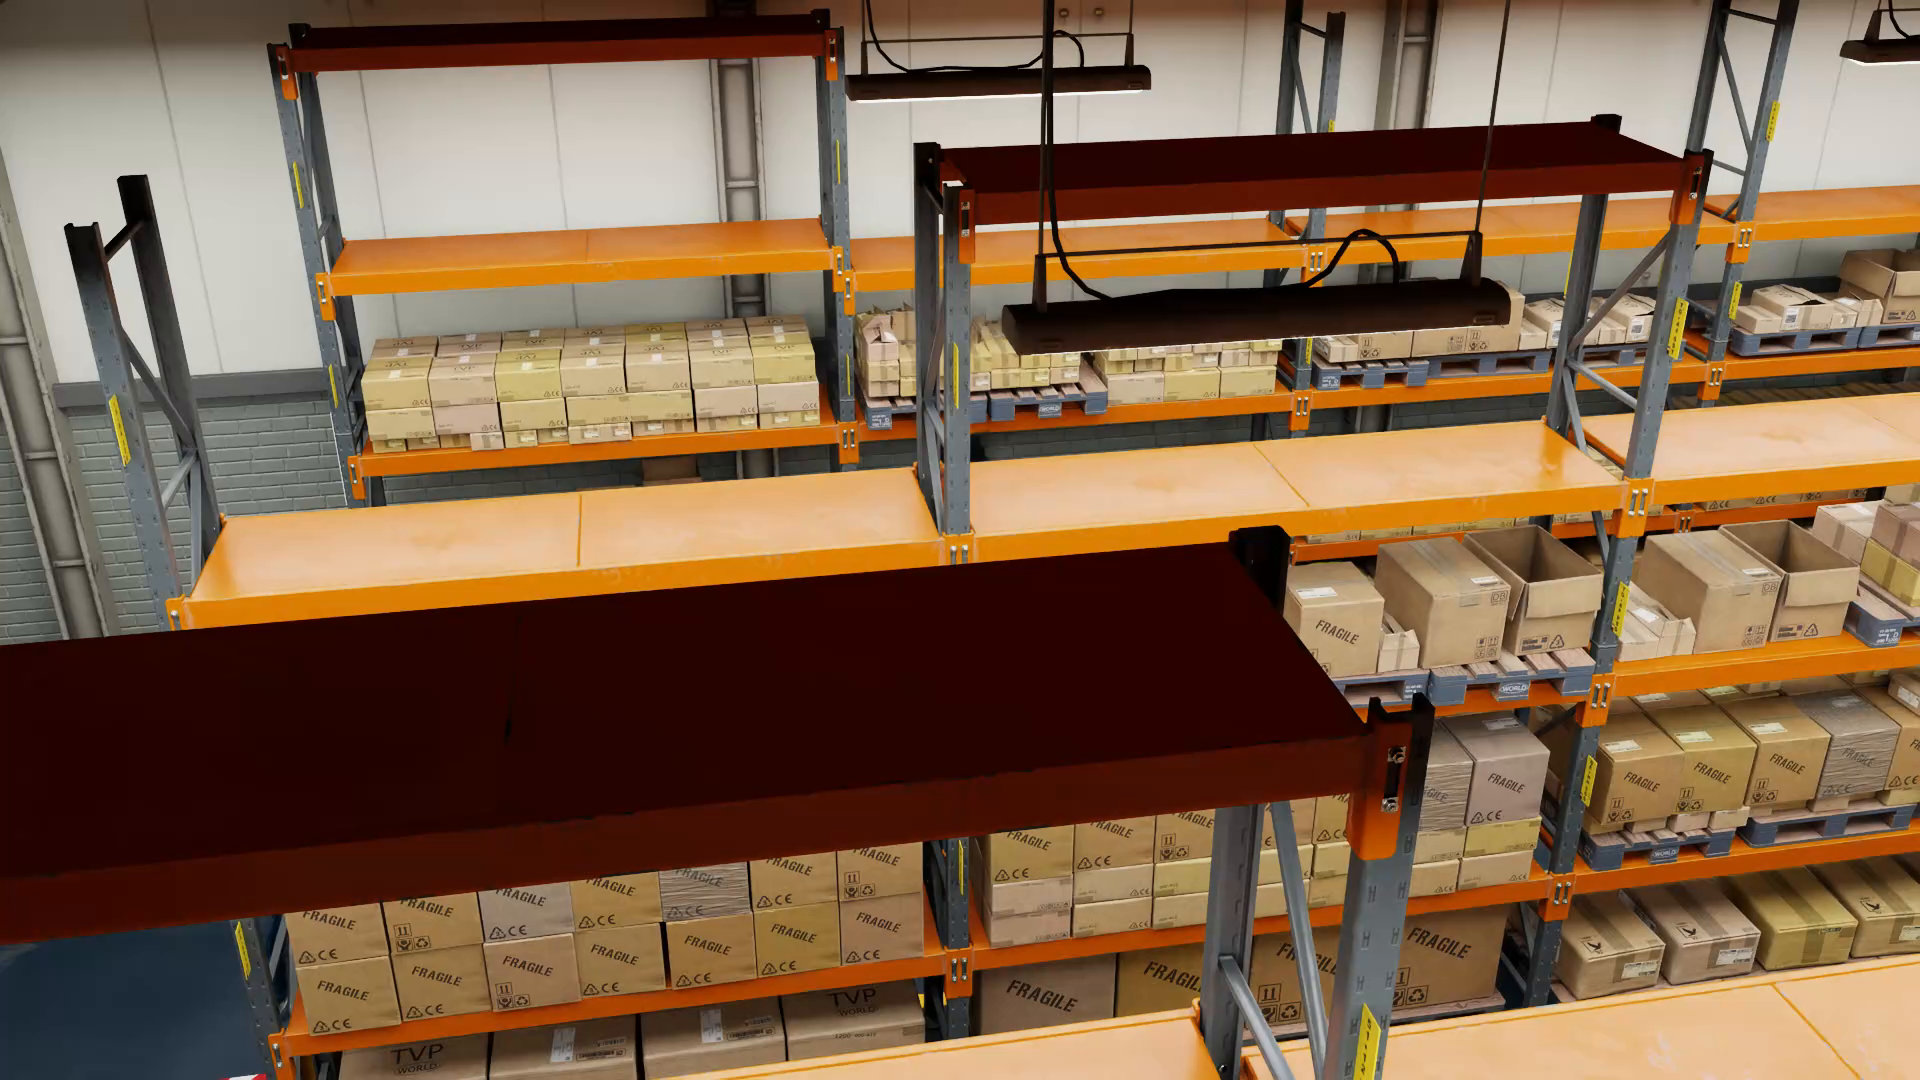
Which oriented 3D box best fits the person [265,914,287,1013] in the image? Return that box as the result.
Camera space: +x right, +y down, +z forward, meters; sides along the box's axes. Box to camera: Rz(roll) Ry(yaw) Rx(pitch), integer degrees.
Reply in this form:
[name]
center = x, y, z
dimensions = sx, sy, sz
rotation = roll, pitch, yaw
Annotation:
[person]
center = -4.581, 2.490, 11.369
dimensions = 0.569, 1.615, 0.888
rotation = 15, 30, 29
